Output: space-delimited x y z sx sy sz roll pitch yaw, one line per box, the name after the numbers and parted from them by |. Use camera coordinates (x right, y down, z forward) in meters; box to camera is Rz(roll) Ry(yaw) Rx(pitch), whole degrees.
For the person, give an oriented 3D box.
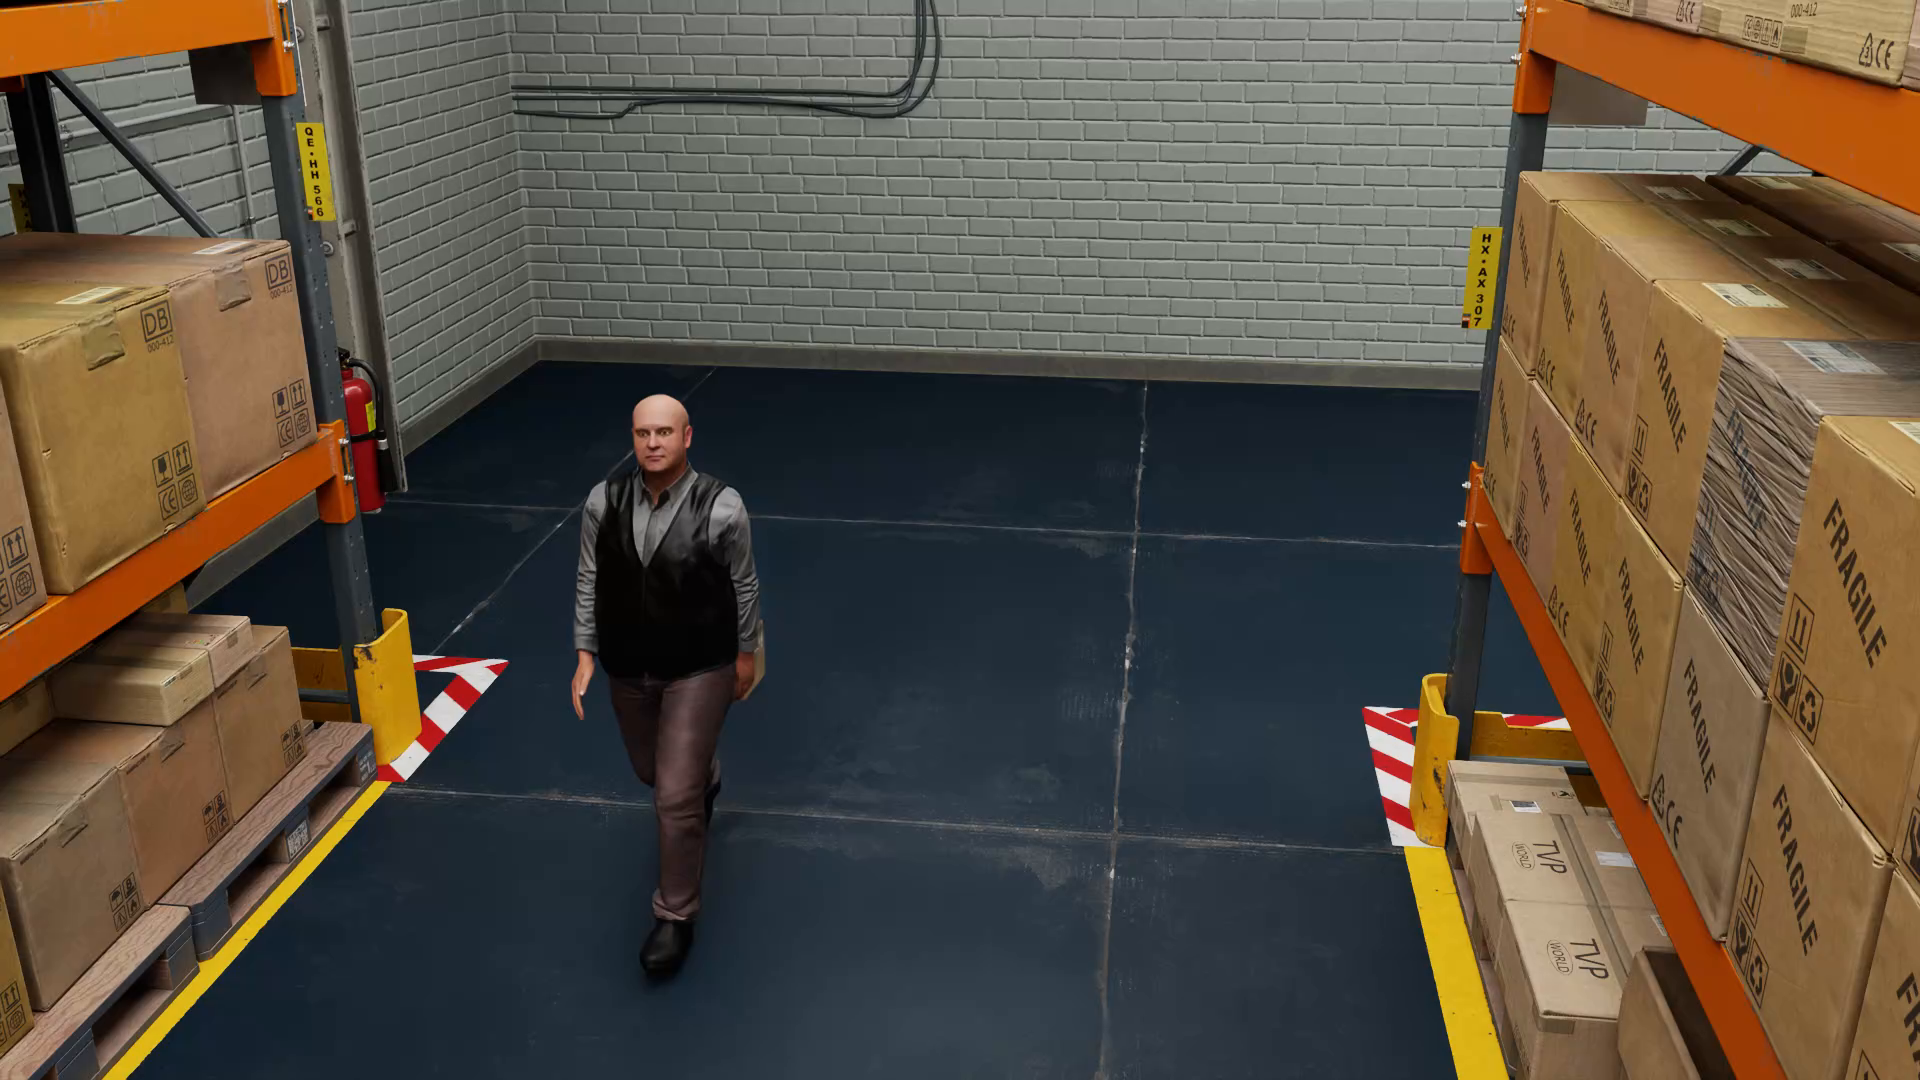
-0.906 0.376 5.147 0.537 1.680 0.985 5 22 12 | person
